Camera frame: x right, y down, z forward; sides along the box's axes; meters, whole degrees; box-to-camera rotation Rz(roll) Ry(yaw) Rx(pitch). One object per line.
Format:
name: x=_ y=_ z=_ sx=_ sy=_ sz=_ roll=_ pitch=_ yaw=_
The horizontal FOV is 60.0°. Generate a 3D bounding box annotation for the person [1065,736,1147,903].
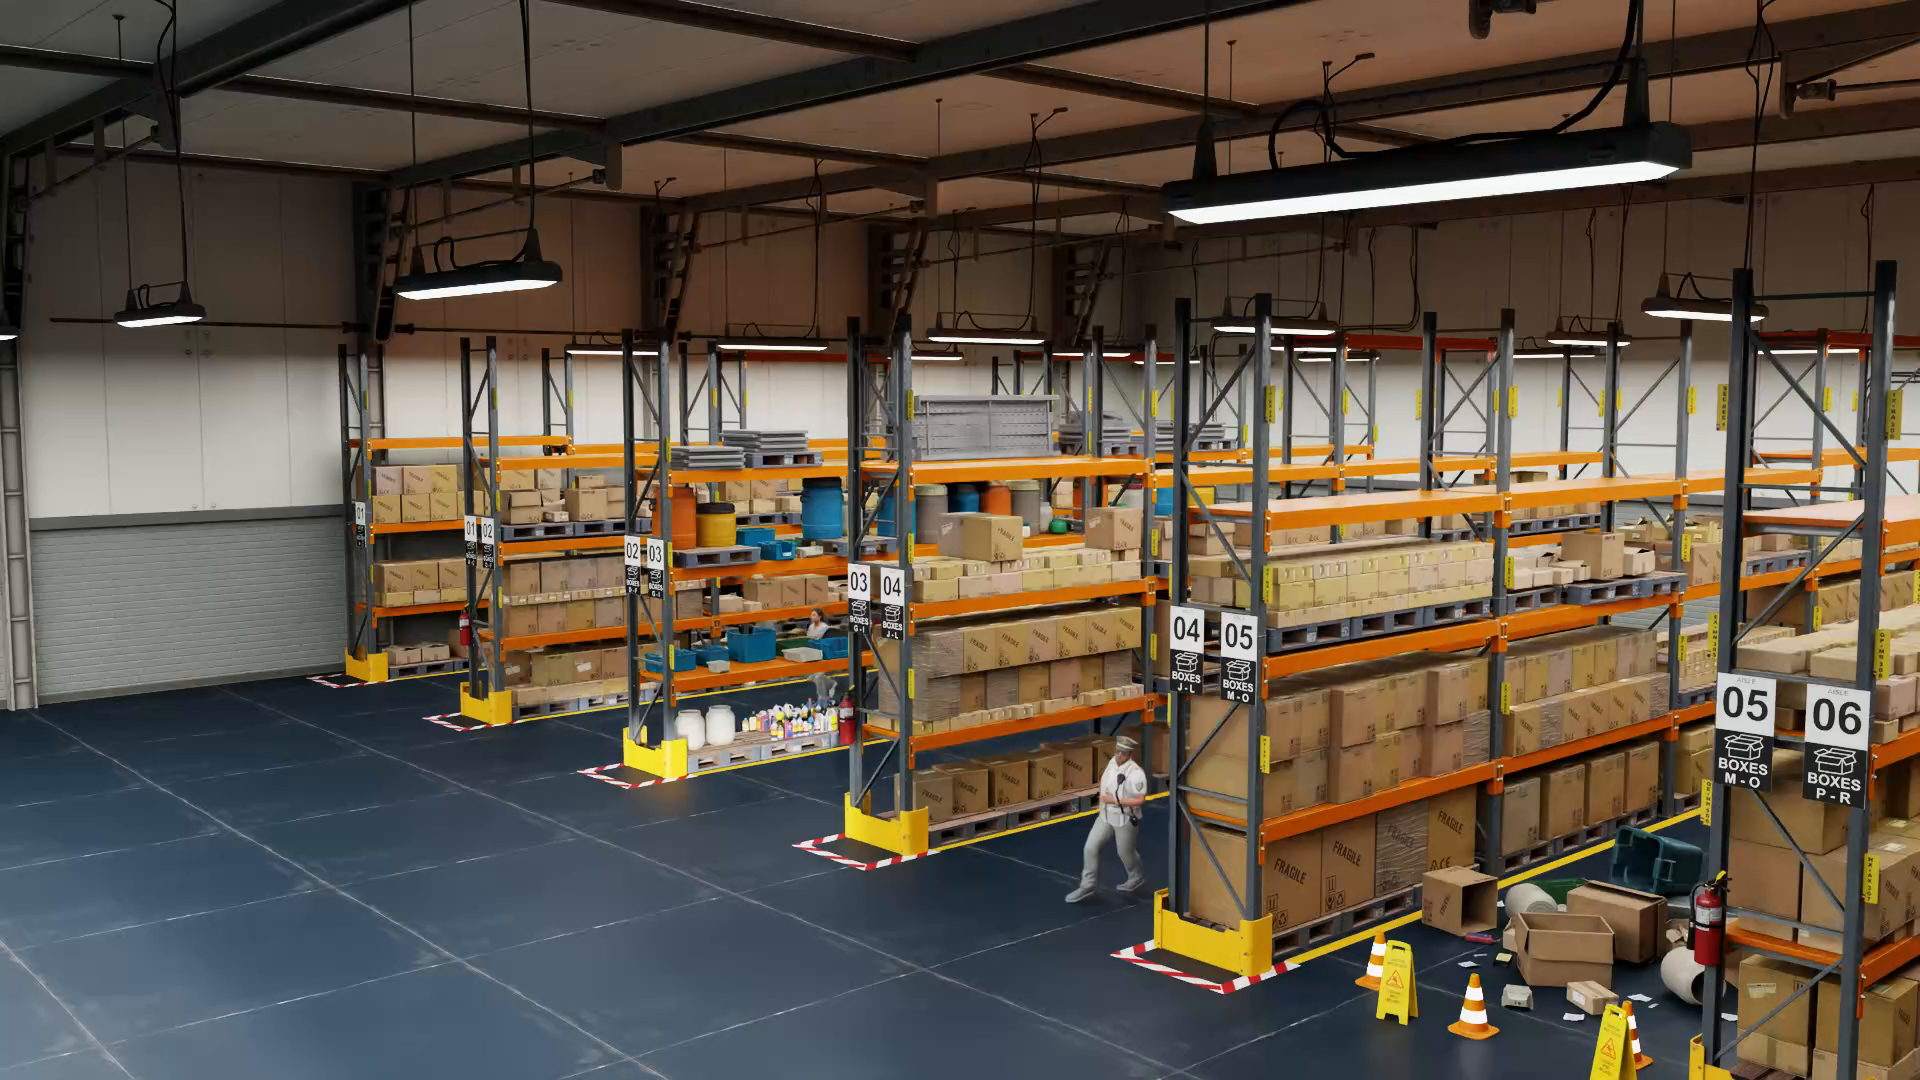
person: x=1.616 y=2.785 z=16.713 sx=0.861 sy=1.722 sz=0.776 roll=-5 pitch=7 yaw=-44

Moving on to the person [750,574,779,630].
person: x=-3.757 y=1.469 z=31.965 sx=0.674 sy=1.681 sz=0.775 roll=3 pitch=6 yaw=33

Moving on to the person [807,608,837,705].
person: x=-2.292 y=1.922 z=27.365 sx=0.551 sy=1.642 sz=0.742 roll=5 pitch=7 yaw=42
